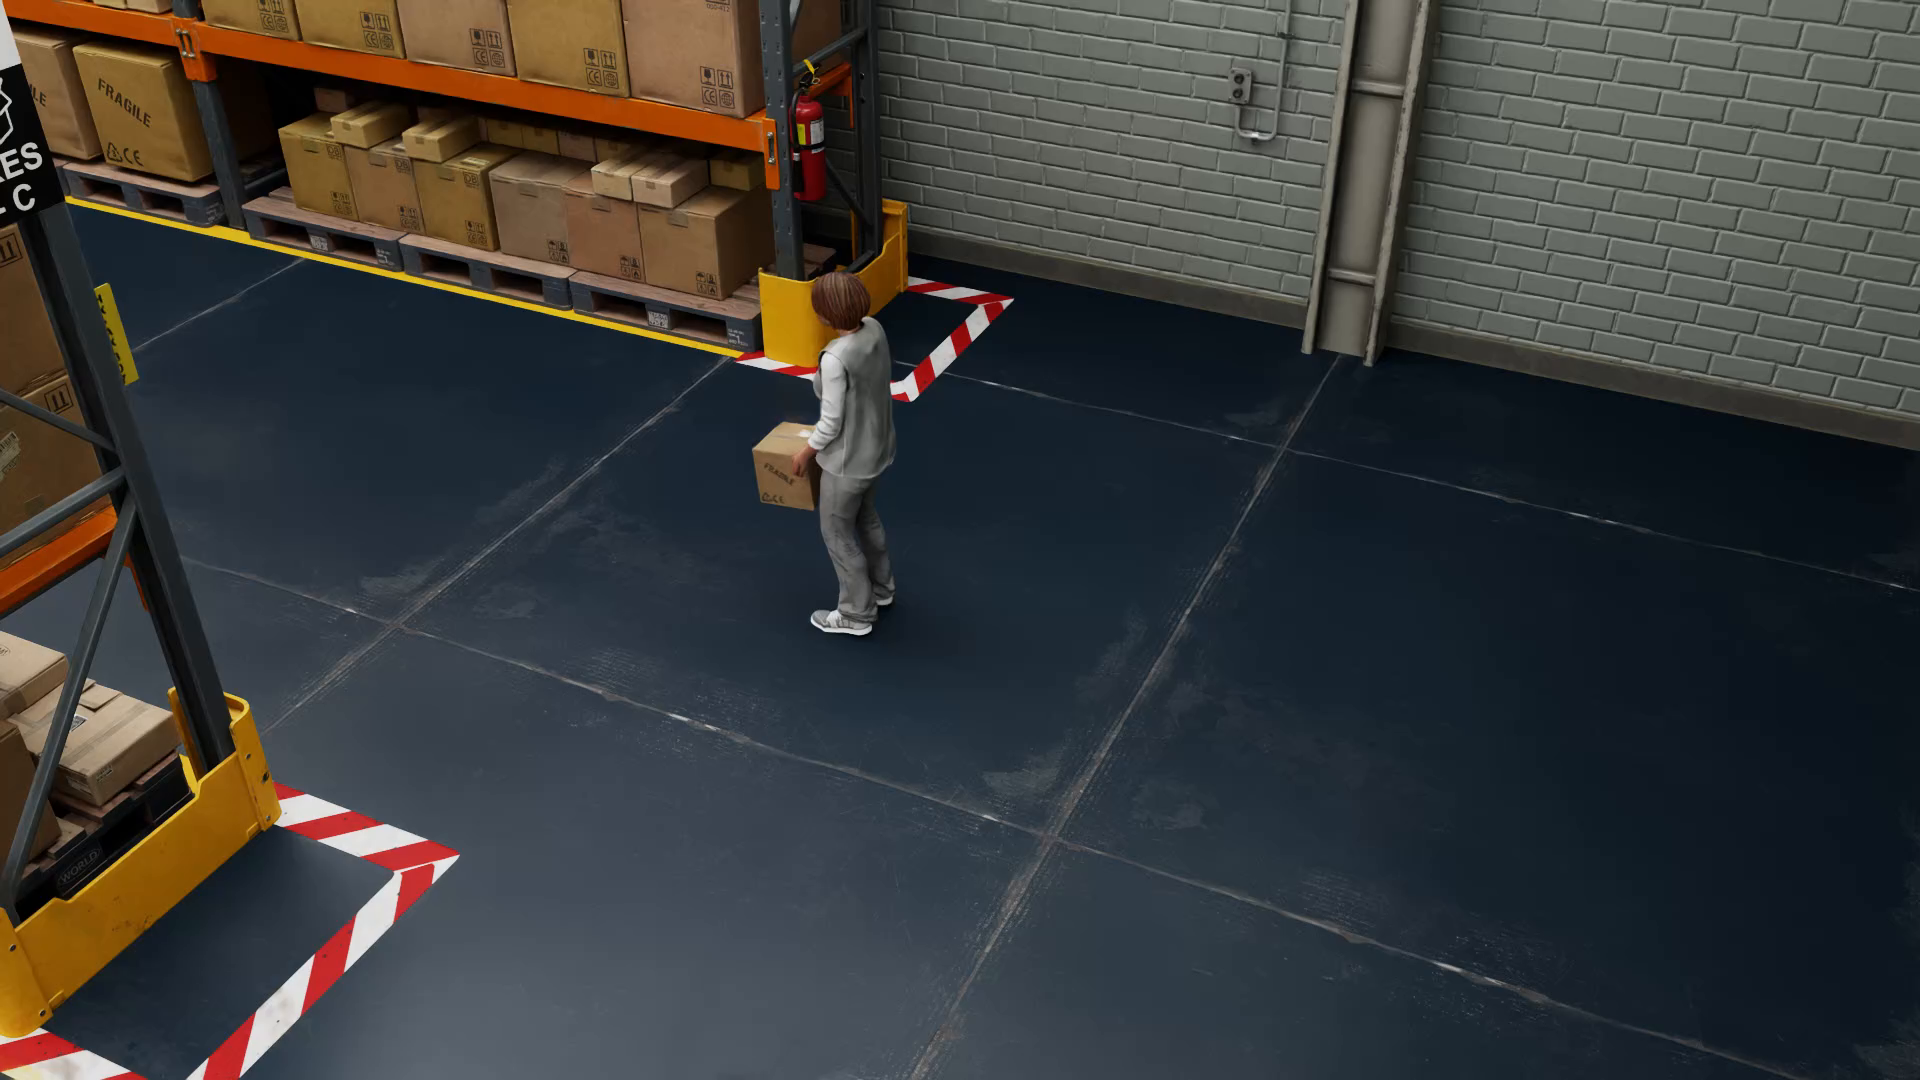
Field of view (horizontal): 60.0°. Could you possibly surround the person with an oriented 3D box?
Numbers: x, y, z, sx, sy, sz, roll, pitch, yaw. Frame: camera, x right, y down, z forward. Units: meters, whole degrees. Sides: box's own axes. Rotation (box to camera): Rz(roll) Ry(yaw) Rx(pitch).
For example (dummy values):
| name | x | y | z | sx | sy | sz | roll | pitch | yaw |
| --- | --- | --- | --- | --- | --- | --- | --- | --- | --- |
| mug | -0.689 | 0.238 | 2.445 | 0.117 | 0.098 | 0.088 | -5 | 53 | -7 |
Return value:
| name | x | y | z | sx | sy | sz | roll | pitch | yaw |
| --- | --- | --- | --- | --- | --- | --- | --- | --- | --- |
| person | -0.452 | -0.339 | 6.643 | 0.371 | 1.602 | 0.445 | 14 | 37 | 19 |
